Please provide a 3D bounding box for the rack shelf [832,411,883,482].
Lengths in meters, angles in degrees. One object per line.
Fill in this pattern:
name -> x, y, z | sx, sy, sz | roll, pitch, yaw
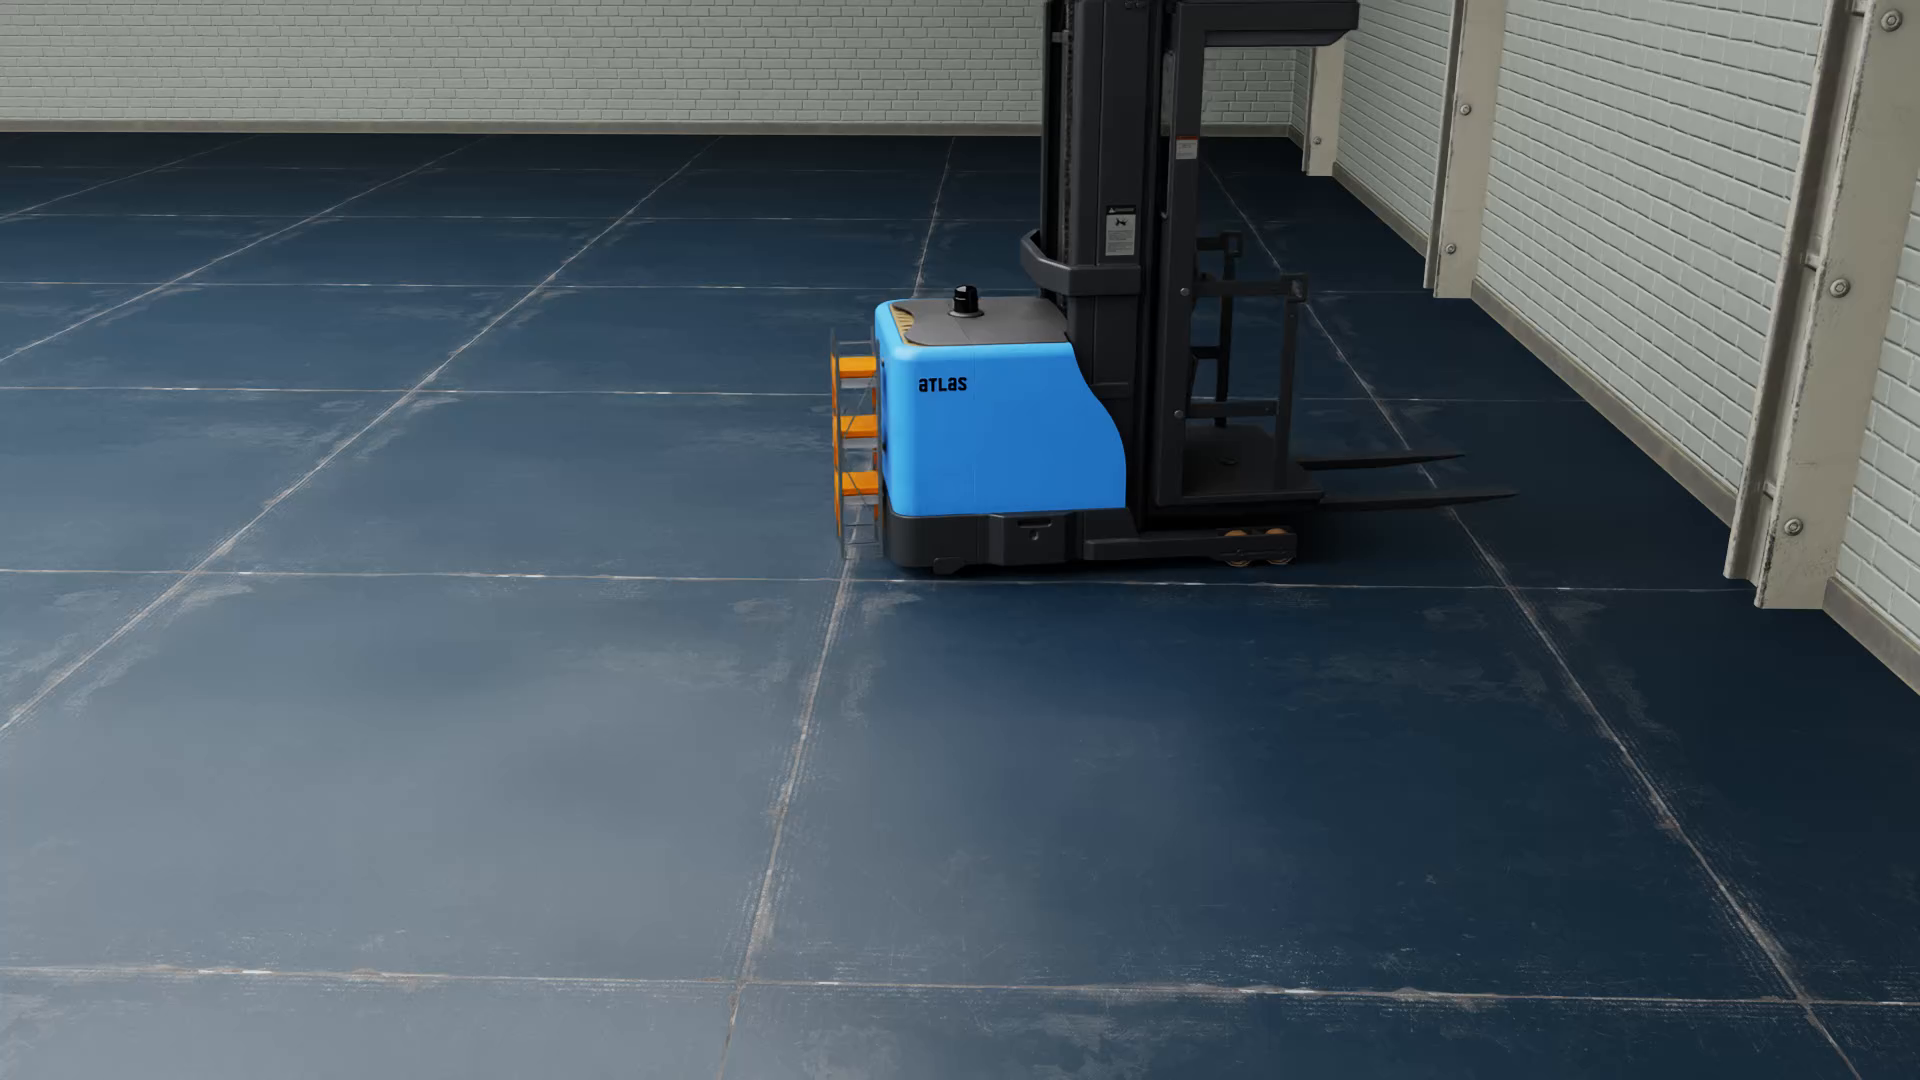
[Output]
rack shelf -> -0.477, -0.437, 7.734 | 0.215, 0.259, 0.240 | -3, 21, -8

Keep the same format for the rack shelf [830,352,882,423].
rack shelf -> -0.477, -0.702, 7.631 | 0.215, 0.259, 0.240 | -3, 21, -8

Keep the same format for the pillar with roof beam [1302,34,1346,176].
pillar with roof beam -> -0.290, -8.354, 17.118 | 9.100, 9.000, 0.400 | 1, 21, 2

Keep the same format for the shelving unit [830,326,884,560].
shelving unit -> -0.477, -0.447, 7.730 | 0.215, 1.050, 0.252 | -3, 21, -8

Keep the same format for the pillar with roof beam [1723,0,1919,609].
pillar with roof beam -> -0.655, -4.015, 5.936 | 9.100, 9.000, 0.400 | 1, 21, 2

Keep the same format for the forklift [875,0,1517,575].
forklift -> 1.134, -1.429, 7.659 | 3.031, 2.935, 1.130 | -3, 21, -7

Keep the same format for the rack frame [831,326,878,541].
rack frame -> -0.494, -0.491, 7.843 | 0.200, 1.050, 0.008 | -3, 21, -8

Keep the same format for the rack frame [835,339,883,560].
rack frame -> -0.459, -0.404, 7.618 | 0.200, 1.050, 0.008 | -3, 21, -8

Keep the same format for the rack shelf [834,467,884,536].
rack shelf -> -0.477, -0.178, 7.835 | 0.215, 0.259, 0.240 | -3, 21, -8

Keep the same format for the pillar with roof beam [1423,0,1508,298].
pillar with roof beam -> -0.473, -6.184, 11.527 | 9.100, 9.000, 0.400 | 1, 21, 2
